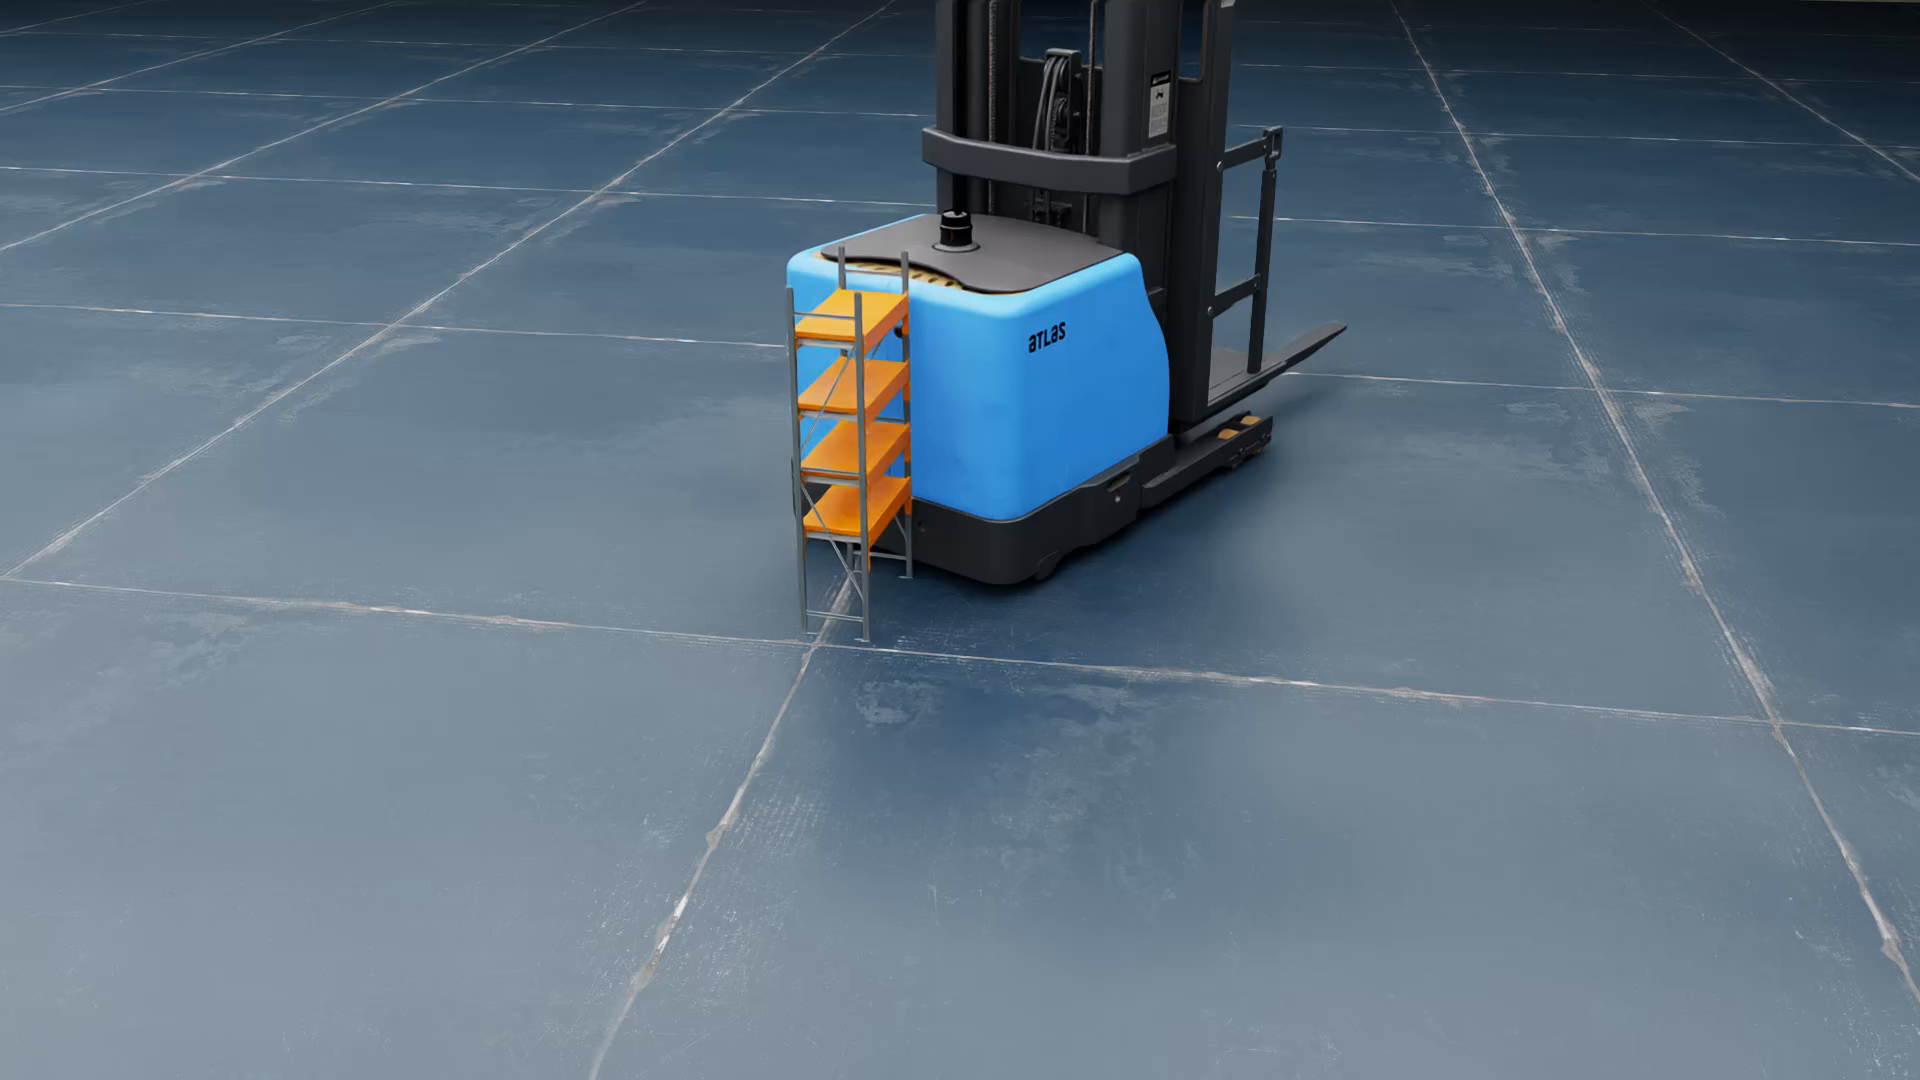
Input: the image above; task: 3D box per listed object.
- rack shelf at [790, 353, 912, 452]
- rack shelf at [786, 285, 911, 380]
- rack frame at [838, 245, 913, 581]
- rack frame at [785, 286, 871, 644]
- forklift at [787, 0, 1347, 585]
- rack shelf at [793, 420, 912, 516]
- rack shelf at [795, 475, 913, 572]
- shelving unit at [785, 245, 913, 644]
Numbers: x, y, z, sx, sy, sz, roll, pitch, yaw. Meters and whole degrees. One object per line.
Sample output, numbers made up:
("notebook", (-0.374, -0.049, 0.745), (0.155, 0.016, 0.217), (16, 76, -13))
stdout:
("rack shelf", (-0.350, -0.457, 5.442), (0.258, 0.148, 0.480), (7, 26, 14))
("rack shelf", (-0.350, -0.671, 5.341), (0.258, 0.148, 0.480), (7, 26, 14))
("rack frame", (-0.286, -0.415, 5.721), (0.240, 1.200, 0.015), (7, 26, 14))
("rack frame", (-0.414, -0.215, 5.295), (0.240, 1.200, 0.015), (7, 26, 14))
("forklift", (0.664, -1.733, 6.495), (1.130, 2.935, 3.031), (18, 30, 33))
("rack shelf", (-0.350, -0.254, 5.537), (0.258, 0.148, 0.480), (7, 26, 14))
("rack shelf", (-0.350, -0.074, 5.621), (0.258, 0.148, 0.480), (7, 26, 14))
("shelving unit", (-0.350, -0.315, 5.508), (0.258, 1.200, 0.503), (7, 26, 14))
